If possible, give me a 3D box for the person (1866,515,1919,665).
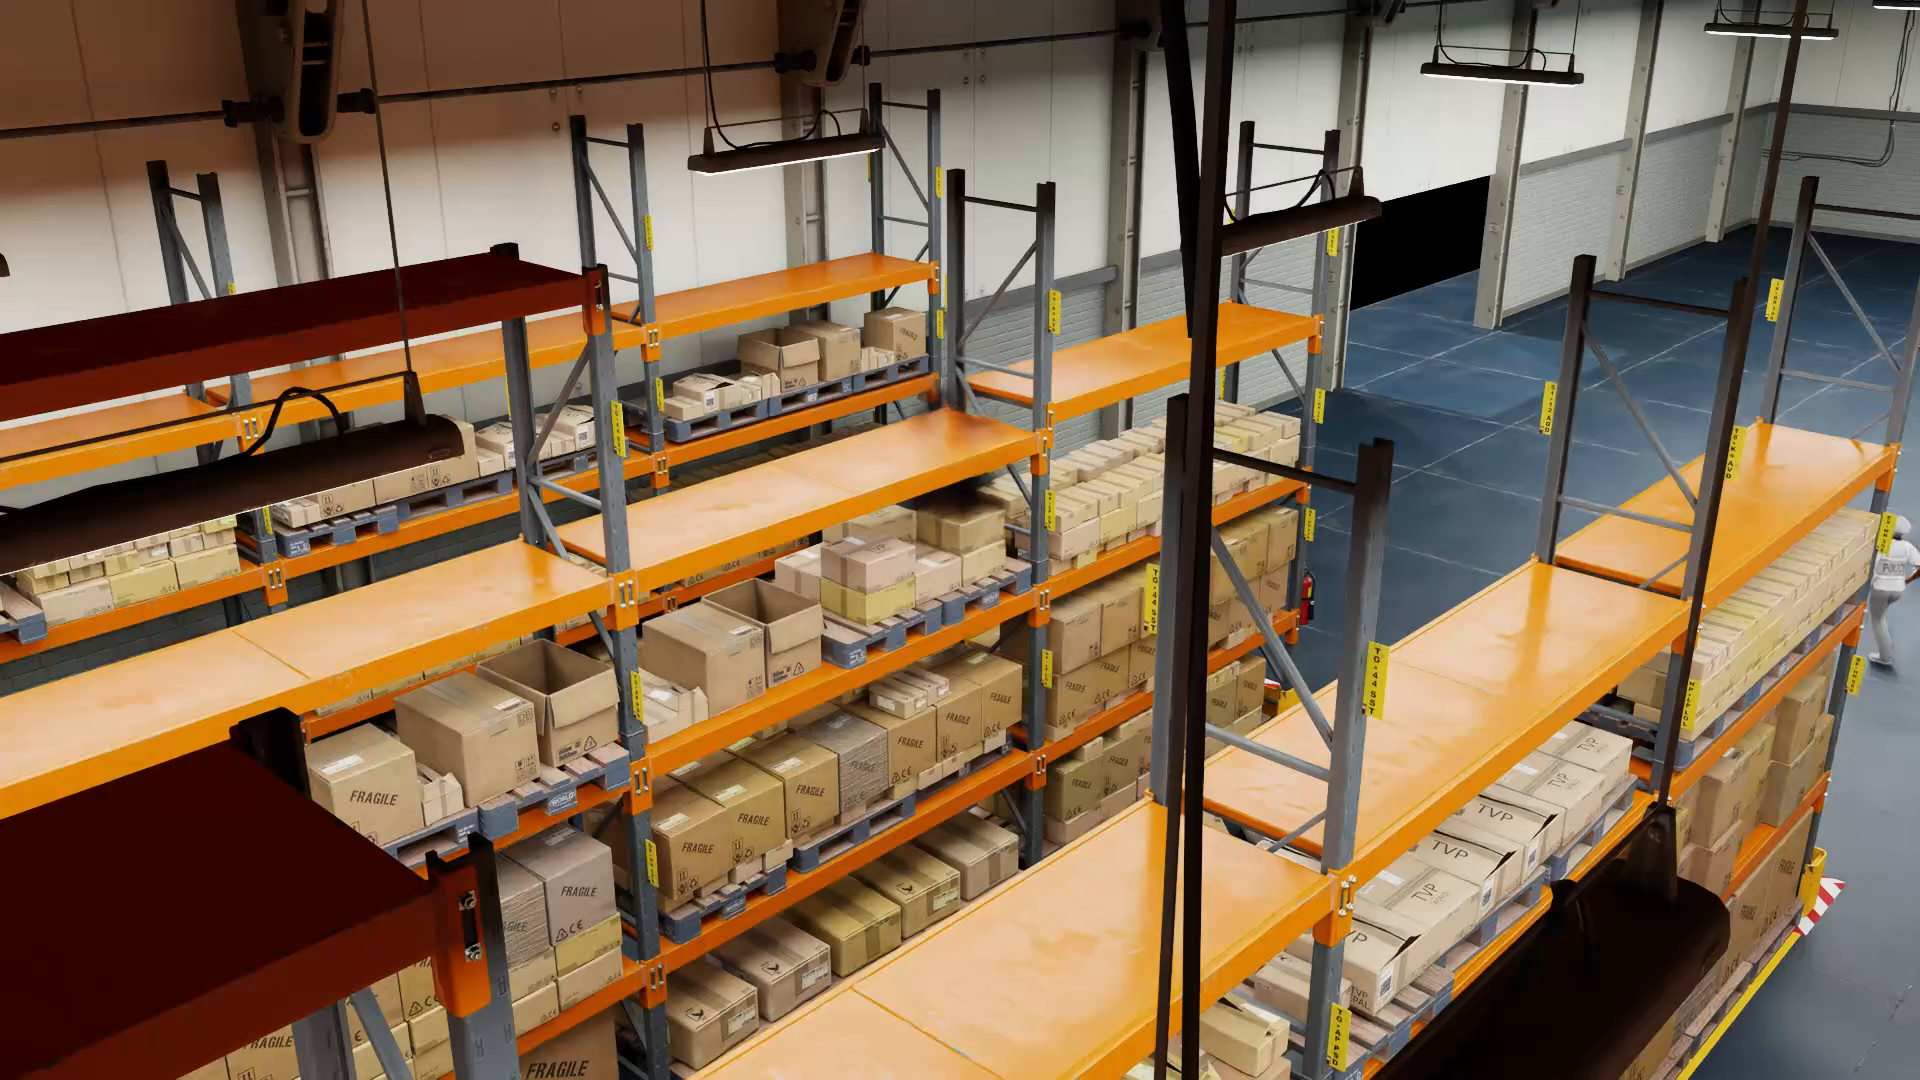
[{"bbox_3d":[10.169,0.532,18.346,0.552,1.696,0.652,-3,21,-9],"label":"person"}]
